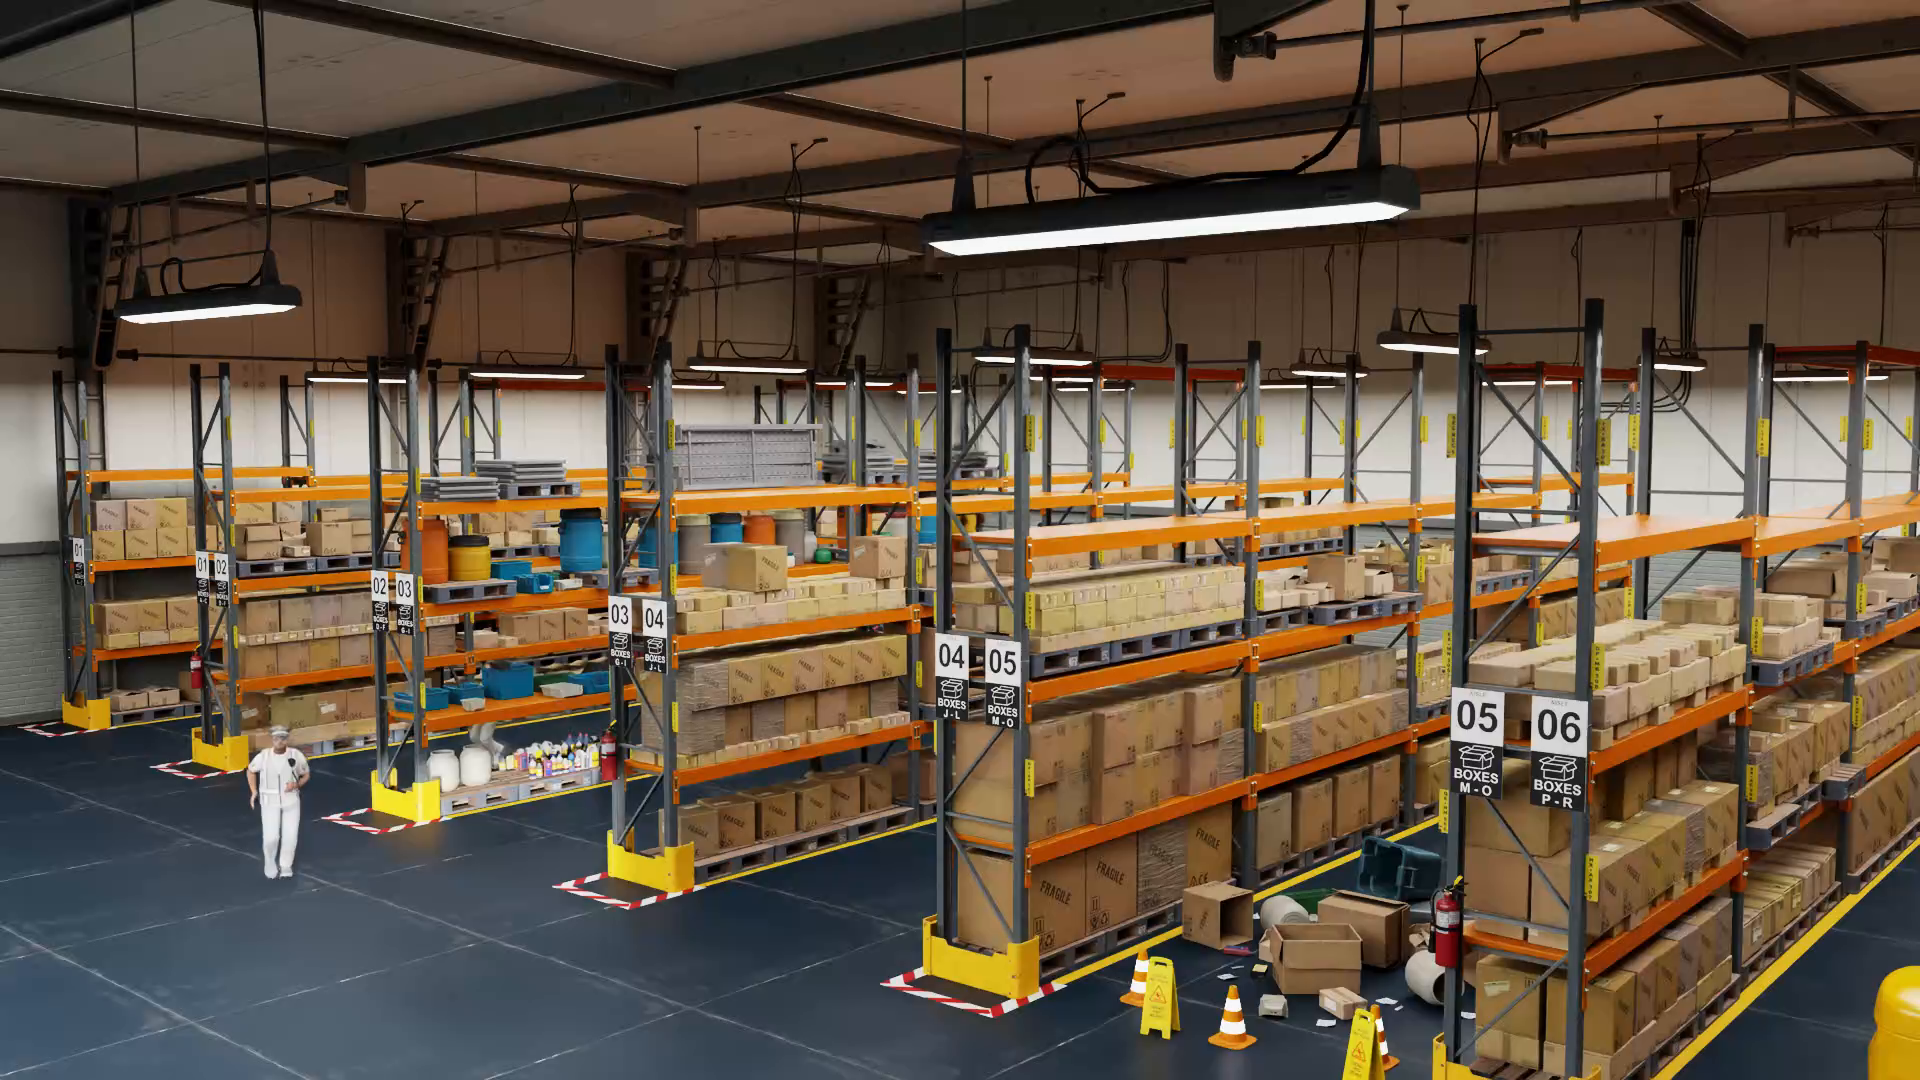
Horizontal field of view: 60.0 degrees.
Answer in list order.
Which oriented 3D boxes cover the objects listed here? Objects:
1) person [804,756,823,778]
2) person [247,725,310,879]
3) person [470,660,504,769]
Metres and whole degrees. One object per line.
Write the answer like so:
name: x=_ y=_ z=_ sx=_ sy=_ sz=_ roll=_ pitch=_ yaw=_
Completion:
person: x=-2.087 y=2.604 z=24.040 sx=0.709 sy=1.645 sz=0.667 roll=2 pitch=5 yaw=31
person: x=-7.607 y=2.937 z=18.605 sx=0.649 sy=1.747 sz=0.646 roll=-2 pitch=5 yaw=-25
person: x=-6.951 y=2.592 z=24.493 sx=0.560 sy=1.603 sz=0.578 roll=4 pitch=5 yaw=41
